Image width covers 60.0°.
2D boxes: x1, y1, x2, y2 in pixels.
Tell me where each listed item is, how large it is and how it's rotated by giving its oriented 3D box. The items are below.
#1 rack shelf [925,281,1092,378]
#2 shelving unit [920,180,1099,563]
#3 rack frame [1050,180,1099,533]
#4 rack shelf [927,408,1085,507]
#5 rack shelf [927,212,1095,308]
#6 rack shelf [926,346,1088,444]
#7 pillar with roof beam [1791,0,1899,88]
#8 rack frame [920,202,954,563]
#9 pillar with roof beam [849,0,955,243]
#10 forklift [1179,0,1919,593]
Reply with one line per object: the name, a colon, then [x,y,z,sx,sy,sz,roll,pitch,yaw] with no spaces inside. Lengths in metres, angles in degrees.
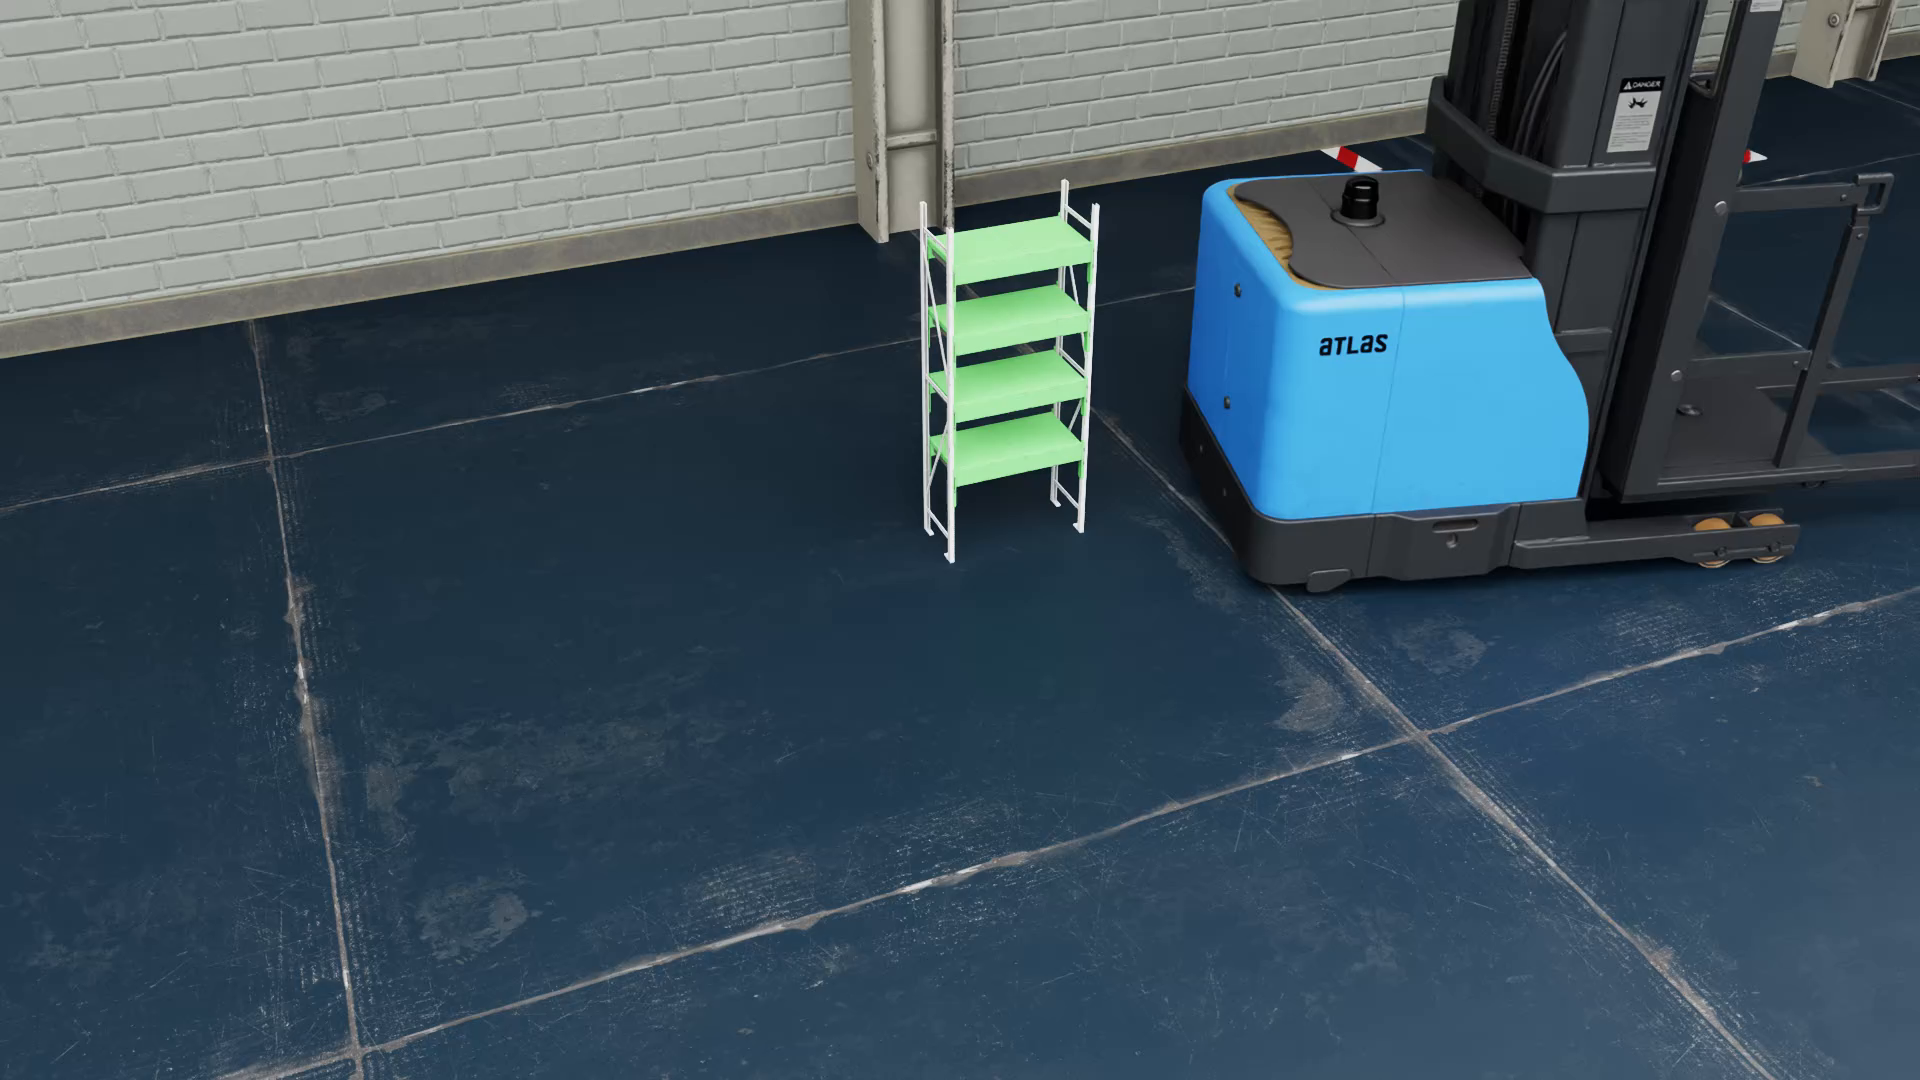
rack shelf: [0.153,-0.685,5.380,0.480,0.148,0.258,-13,35,-19]
shelving unit: [0.153,-0.538,5.476,0.503,1.200,0.258,-13,35,-19]
rack frame: [0.378,-0.589,5.556,0.015,1.200,0.240,-13,35,-19]
rack shelf: [0.153,-0.283,5.642,0.480,0.148,0.258,-13,35,-19]
rack shelf: [0.153,-0.887,5.250,0.480,0.148,0.258,-13,35,-19]
rack shelf: [0.153,-0.484,5.511,0.480,0.148,0.258,-13,35,-19]
pillar with roof beam: [6.932,-4.408,4.273,0.400,9.000,9.100,-13,35,-19]
rack frame: [-0.072,-0.486,5.397,0.015,1.200,0.240,-13,35,-19]
pillar with roof beam: [1.400,-3.141,2.326,0.400,9.000,9.100,-13,35,-19]
forklift: [2.372,-1.416,5.238,3.031,2.935,1.130,-5,33,-7]
